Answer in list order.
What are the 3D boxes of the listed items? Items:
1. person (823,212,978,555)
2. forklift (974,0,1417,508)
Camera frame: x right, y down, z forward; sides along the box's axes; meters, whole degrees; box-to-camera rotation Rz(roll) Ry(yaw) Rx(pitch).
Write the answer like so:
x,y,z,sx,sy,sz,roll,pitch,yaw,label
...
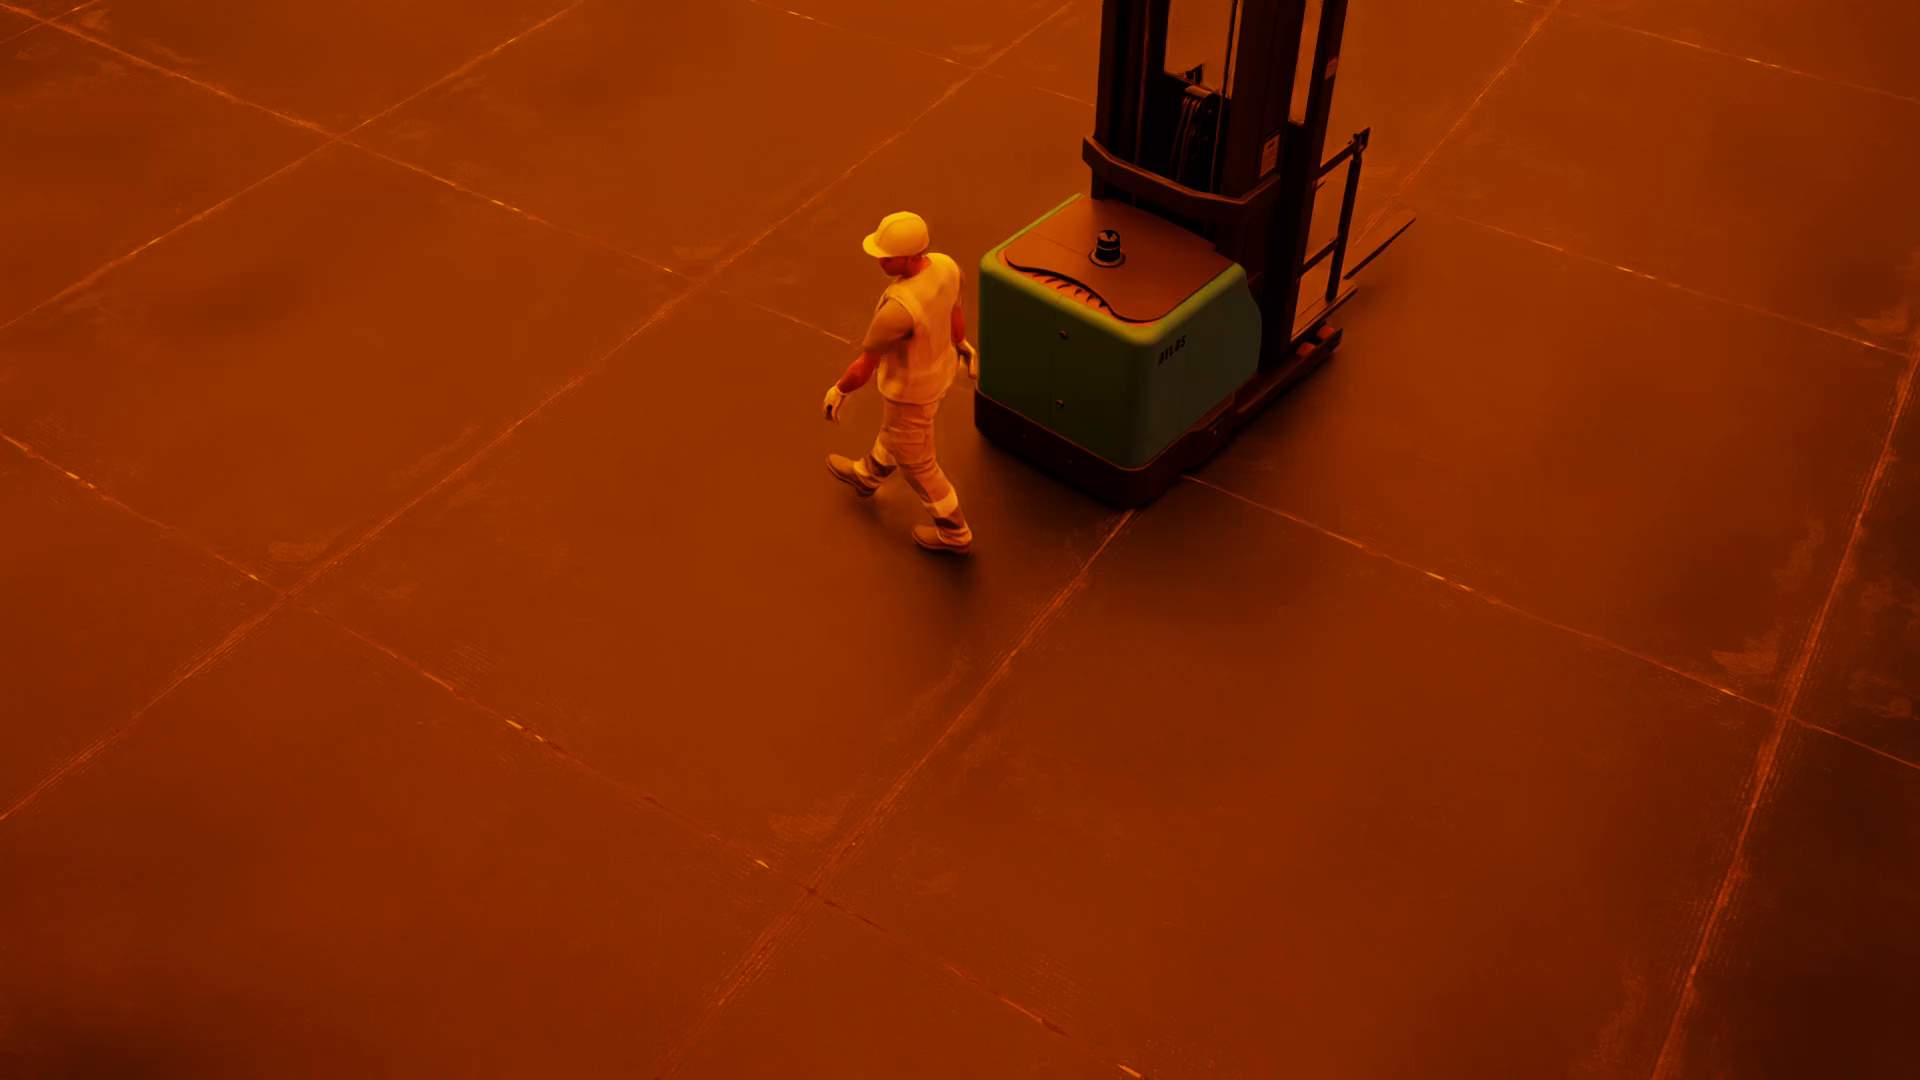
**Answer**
x,y,z,sx,sy,sz,roll,pitch,yaw,label
-0.306,-0.759,7.457,0.874,1.741,0.708,17,46,17,person
1.415,-2.162,8.128,1.130,2.935,3.031,31,51,28,forklift
